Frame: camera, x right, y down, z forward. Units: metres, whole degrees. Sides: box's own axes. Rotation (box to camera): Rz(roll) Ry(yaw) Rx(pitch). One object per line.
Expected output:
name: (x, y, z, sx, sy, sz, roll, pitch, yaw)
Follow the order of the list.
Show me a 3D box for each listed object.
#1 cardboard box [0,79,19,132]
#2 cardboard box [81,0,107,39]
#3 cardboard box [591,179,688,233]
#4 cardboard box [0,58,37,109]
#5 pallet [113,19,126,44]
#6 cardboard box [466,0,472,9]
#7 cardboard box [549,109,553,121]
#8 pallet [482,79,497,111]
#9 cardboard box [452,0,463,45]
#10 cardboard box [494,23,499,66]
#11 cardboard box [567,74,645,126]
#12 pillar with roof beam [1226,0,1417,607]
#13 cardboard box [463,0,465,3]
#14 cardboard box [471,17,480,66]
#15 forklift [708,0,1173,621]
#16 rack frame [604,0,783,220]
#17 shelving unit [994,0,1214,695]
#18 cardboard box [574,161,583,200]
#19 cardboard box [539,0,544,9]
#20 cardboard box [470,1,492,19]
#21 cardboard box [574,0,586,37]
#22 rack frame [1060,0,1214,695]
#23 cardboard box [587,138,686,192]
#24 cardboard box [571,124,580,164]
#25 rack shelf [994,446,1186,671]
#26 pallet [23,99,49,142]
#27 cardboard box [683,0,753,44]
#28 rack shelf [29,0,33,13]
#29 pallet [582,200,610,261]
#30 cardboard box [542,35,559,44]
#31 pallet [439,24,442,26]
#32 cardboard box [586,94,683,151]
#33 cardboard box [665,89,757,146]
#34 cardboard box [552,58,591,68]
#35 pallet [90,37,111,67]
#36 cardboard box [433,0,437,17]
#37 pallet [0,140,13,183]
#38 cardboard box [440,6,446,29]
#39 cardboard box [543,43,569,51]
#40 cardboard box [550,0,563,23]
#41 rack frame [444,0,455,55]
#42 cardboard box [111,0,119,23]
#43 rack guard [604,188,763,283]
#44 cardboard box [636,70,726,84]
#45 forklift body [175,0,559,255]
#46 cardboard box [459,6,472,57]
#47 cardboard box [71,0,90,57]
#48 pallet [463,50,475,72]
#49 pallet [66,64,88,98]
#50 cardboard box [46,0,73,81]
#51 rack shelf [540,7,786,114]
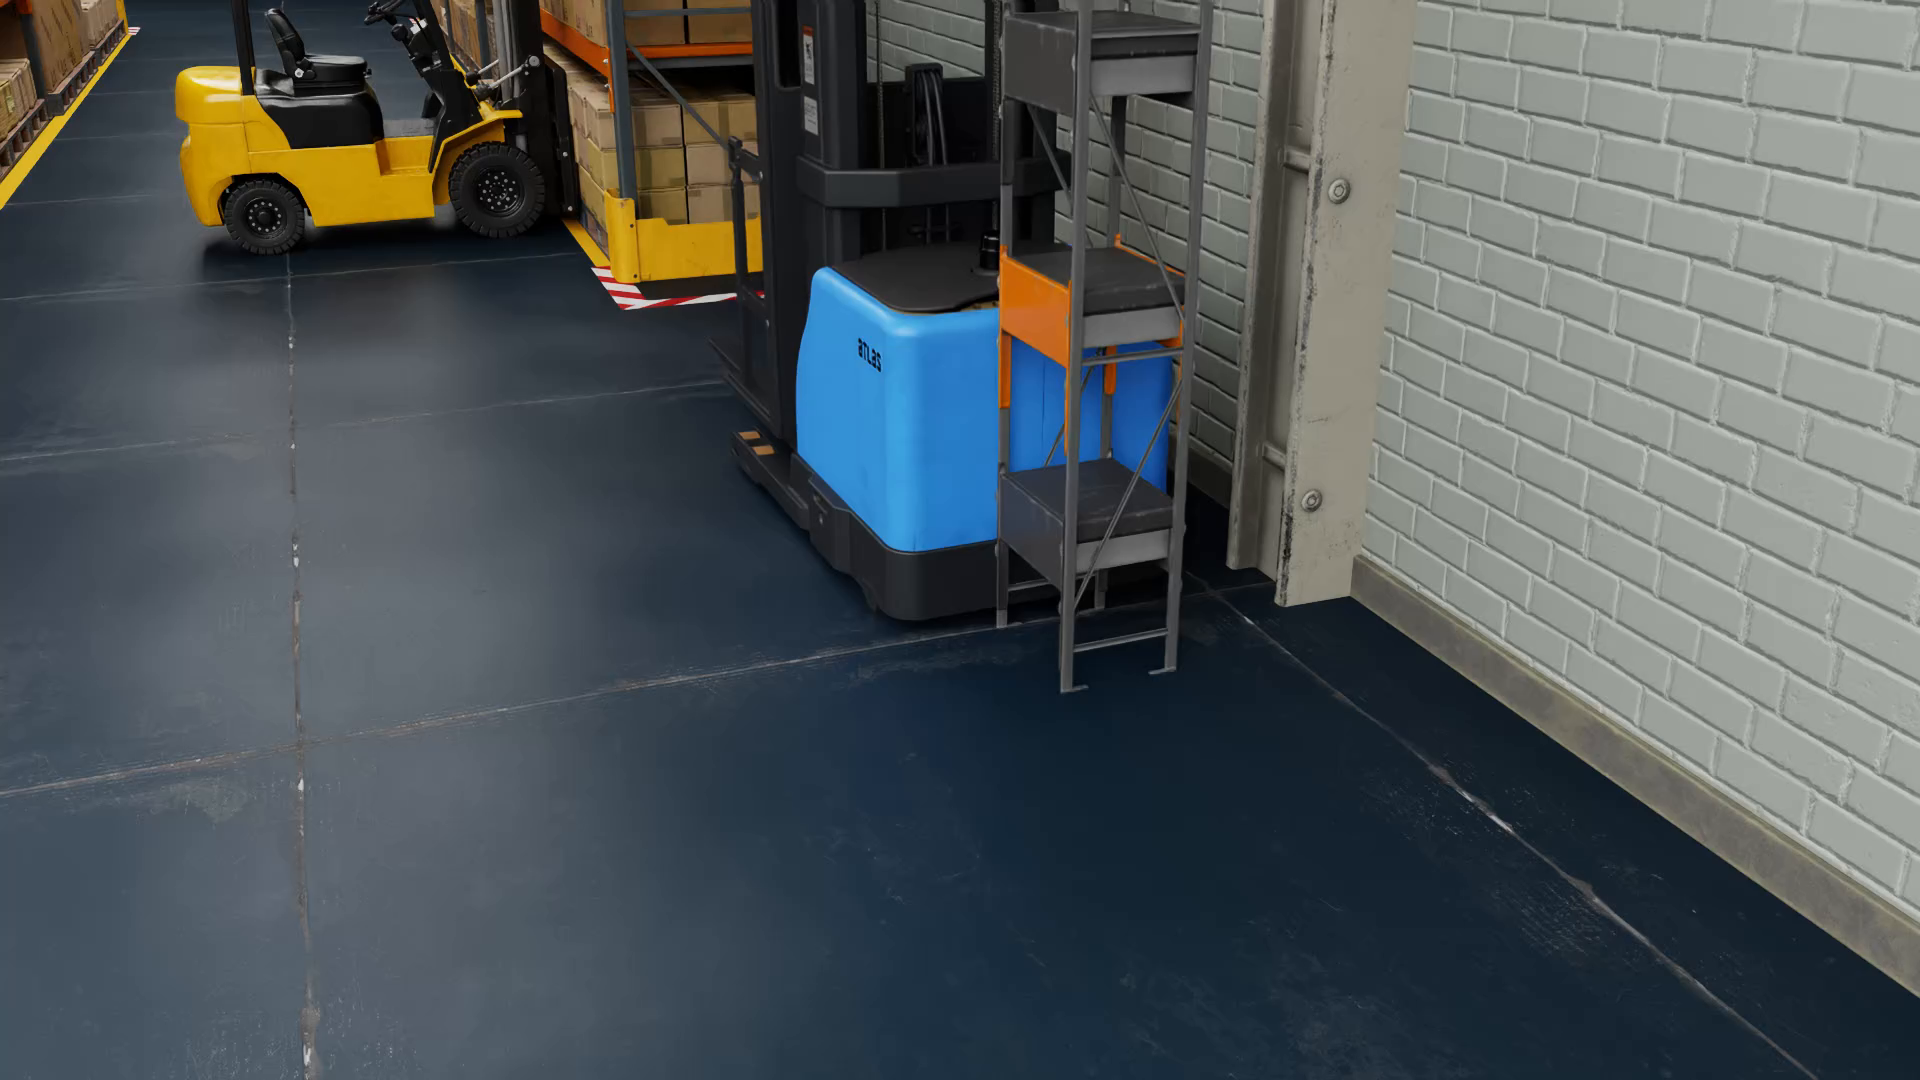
cardboard box: (-8.287, -3.505, 13.547, 0.950, 0.372, 0.625, -8, 24, -17)
cardboard box: (-10.859, -6.307, 20.110, 0.875, 0.438, 0.875, -9, 25, -21)
cardboard box: (-2.001, -2.102, 10.375, 0.500, 0.250, 0.500, -8, 24, -19)
cardboard box: (-8.817, -4.049, 14.836, 0.950, 0.372, 0.625, -10, 25, -23)
pallet: (-11.478, -6.615, 21.672, 1.003, 0.211, 1.213, -8, 24, -19)
cardboard box: (-5.219, -5.926, 18.290, 0.380, 0.149, 0.250, -10, 25, -22)
cardboard box: (-2.724, -3.073, 12.036, 0.500, 0.250, 0.500, -9, 24, -19)
pallet: (-4.111, -4.366, 16.336, 1.003, 0.211, 1.213, -8, 24, -19)
cardboard box: (-5.621, -6.051, 19.423, 0.500, 0.500, 0.500, -9, 24, -20)
cardboard box: (-3.920, -4.589, 15.793, 0.875, 0.625, 0.625, -8, 24, -17)
cardboard box: (-2.367, -2.927, 11.044, 0.500, 0.250, 0.500, -8, 24, -18)
pillar with roof beam: (-2.850, -3.419, 2.775, 9.100, 9.000, 0.400, -8, 24, -19)
cardboard box: (-5.466, -6.207, 18.956, 0.380, 0.149, 0.250, -8, 24, -19)
cardboard box: (-4.883, -5.304, 17.650, 0.500, 0.500, 0.500, -9, 24, -20)
forklift: (-0.311, -1.628, 6.338, 1.130, 2.935, 3.031, -9, 25, -21)
rack frame: (-1.539, -3.048, 9.620, 1.000, 3.000, 0.127, -8, 24, -19)
shelving unit: (0.402, -0.611, 4.997, 0.431, 2.100, 0.503, -9, 25, -21)
cardboard box: (-2.336, -2.467, 11.241, 0.500, 0.250, 0.500, -8, 24, -18)
cardboard box: (-2.840, -4.164, 12.138, 0.500, 0.500, 0.500, -8, 24, -18)
cardboard box: (-4.902, -5.535, 17.363, 0.380, 0.149, 0.250, -10, 25, -22)
cardboard box: (-2.133, -3.427, 10.390, 0.500, 0.500, 0.500, -8, 24, -17)
rack frame: (0.497, -0.524, 4.790, 0.400, 2.100, 0.015, -9, 25, -21)
cardboard box: (-2.004, -2.339, 10.293, 0.500, 0.250, 0.500, -9, 24, -20)
cardboard box: (-2.373, -2.707, 11.167, 0.500, 0.250, 0.500, -9, 24, -20)
rack shelf: (0.402, 0.046, 5.274, 0.431, 0.518, 0.480, -9, 25, -21)
pallet: (-8.733, -3.703, 14.765, 1.003, 0.211, 1.213, -8, 24, -19)
cardboard box: (-1.454, -3.312, 10.118, 0.500, 0.500, 0.500, -8, 24, -17)
rack shelf: (-9.714, -5.668, 16.761, 1.077, 0.370, 4.000, -8, 24, -19)
pallet: (-1.848, -2.035, 10.807, 1.003, 0.211, 1.213, -8, 24, -19)
cardboard box: (-3.414, -4.072, 14.566, 0.875, 0.625, 0.625, -9, 24, -20)
pallet: (-6.455, -6.817, 22.152, 1.003, 0.211, 1.213, -8, 24, -19)
cardboard box: (-1.994, -2.560, 10.174, 0.500, 0.250, 0.500, -8, 24, -17)
cardboard box: (-1.532, -2.636, 10.354, 0.500, 0.250, 0.500, -9, 24, -20)
cardboard box: (-2.717, -3.304, 11.938, 0.500, 0.250, 0.500, -7, 24, -17)
pallet: (-10.616, -5.728, 19.568, 1.003, 0.211, 1.213, -8, 24, -19)
cardboard box: (-6.705, -7.146, 22.021, 0.500, 0.500, 0.500, -8, 24, -18)
pallet: (-7.871, -2.817, 12.662, 1.003, 0.211, 1.213, -8, 24, -19)
cardboard box: (-6.376, -6.634, 21.107, 0.396, 0.266, 0.258, -7, 24, -17)
cardboard box: (-3.075, -3.670, 12.807, 0.500, 0.250, 0.500, -9, 24, -20)
cardboard box: (-2.502, -3.794, 11.261, 0.500, 0.500, 0.500, -8, 24, -19)
rack frame: (-5.778, -7.408, 19.965, 1.000, 3.000, 0.127, -8, 24, -19)
cardboard box: (-11.507, -6.966, 21.674, 0.875, 0.438, 0.875, -9, 25, -21)
rack guard: (-1.531, -1.888, 10.085, 1.175, 0.500, 0.348, -8, 24, -19)
cardboard box: (-1.878, -3.000, 11.218, 0.500, 0.250, 0.500, -9, 24, -19)
forklift body: (-3.916, -3.096, 10.826, 2.313, 2.155, 1.214, -8, 24, -19)
cardboard box: (-5.271, -5.680, 18.542, 0.500, 0.500, 0.500, -9, 25, -21)
cardboard box: (-10.127, -5.726, 18.169, 0.875, 0.875, 0.875, -8, 24, -17)
pallet: (-5.021, -5.389, 18.764, 1.003, 0.211, 1.213, -8, 24, -19)
pallet: (-9.643, -4.727, 17.193, 1.003, 0.211, 1.213, -8, 24, -19)
cardboard box: (-9.485, -5.074, 16.621, 0.875, 0.875, 0.875, -8, 24, -18)
rack shelf: (-2.246, -3.443, 11.484, 1.077, 0.370, 4.000, -8, 24, -19)
